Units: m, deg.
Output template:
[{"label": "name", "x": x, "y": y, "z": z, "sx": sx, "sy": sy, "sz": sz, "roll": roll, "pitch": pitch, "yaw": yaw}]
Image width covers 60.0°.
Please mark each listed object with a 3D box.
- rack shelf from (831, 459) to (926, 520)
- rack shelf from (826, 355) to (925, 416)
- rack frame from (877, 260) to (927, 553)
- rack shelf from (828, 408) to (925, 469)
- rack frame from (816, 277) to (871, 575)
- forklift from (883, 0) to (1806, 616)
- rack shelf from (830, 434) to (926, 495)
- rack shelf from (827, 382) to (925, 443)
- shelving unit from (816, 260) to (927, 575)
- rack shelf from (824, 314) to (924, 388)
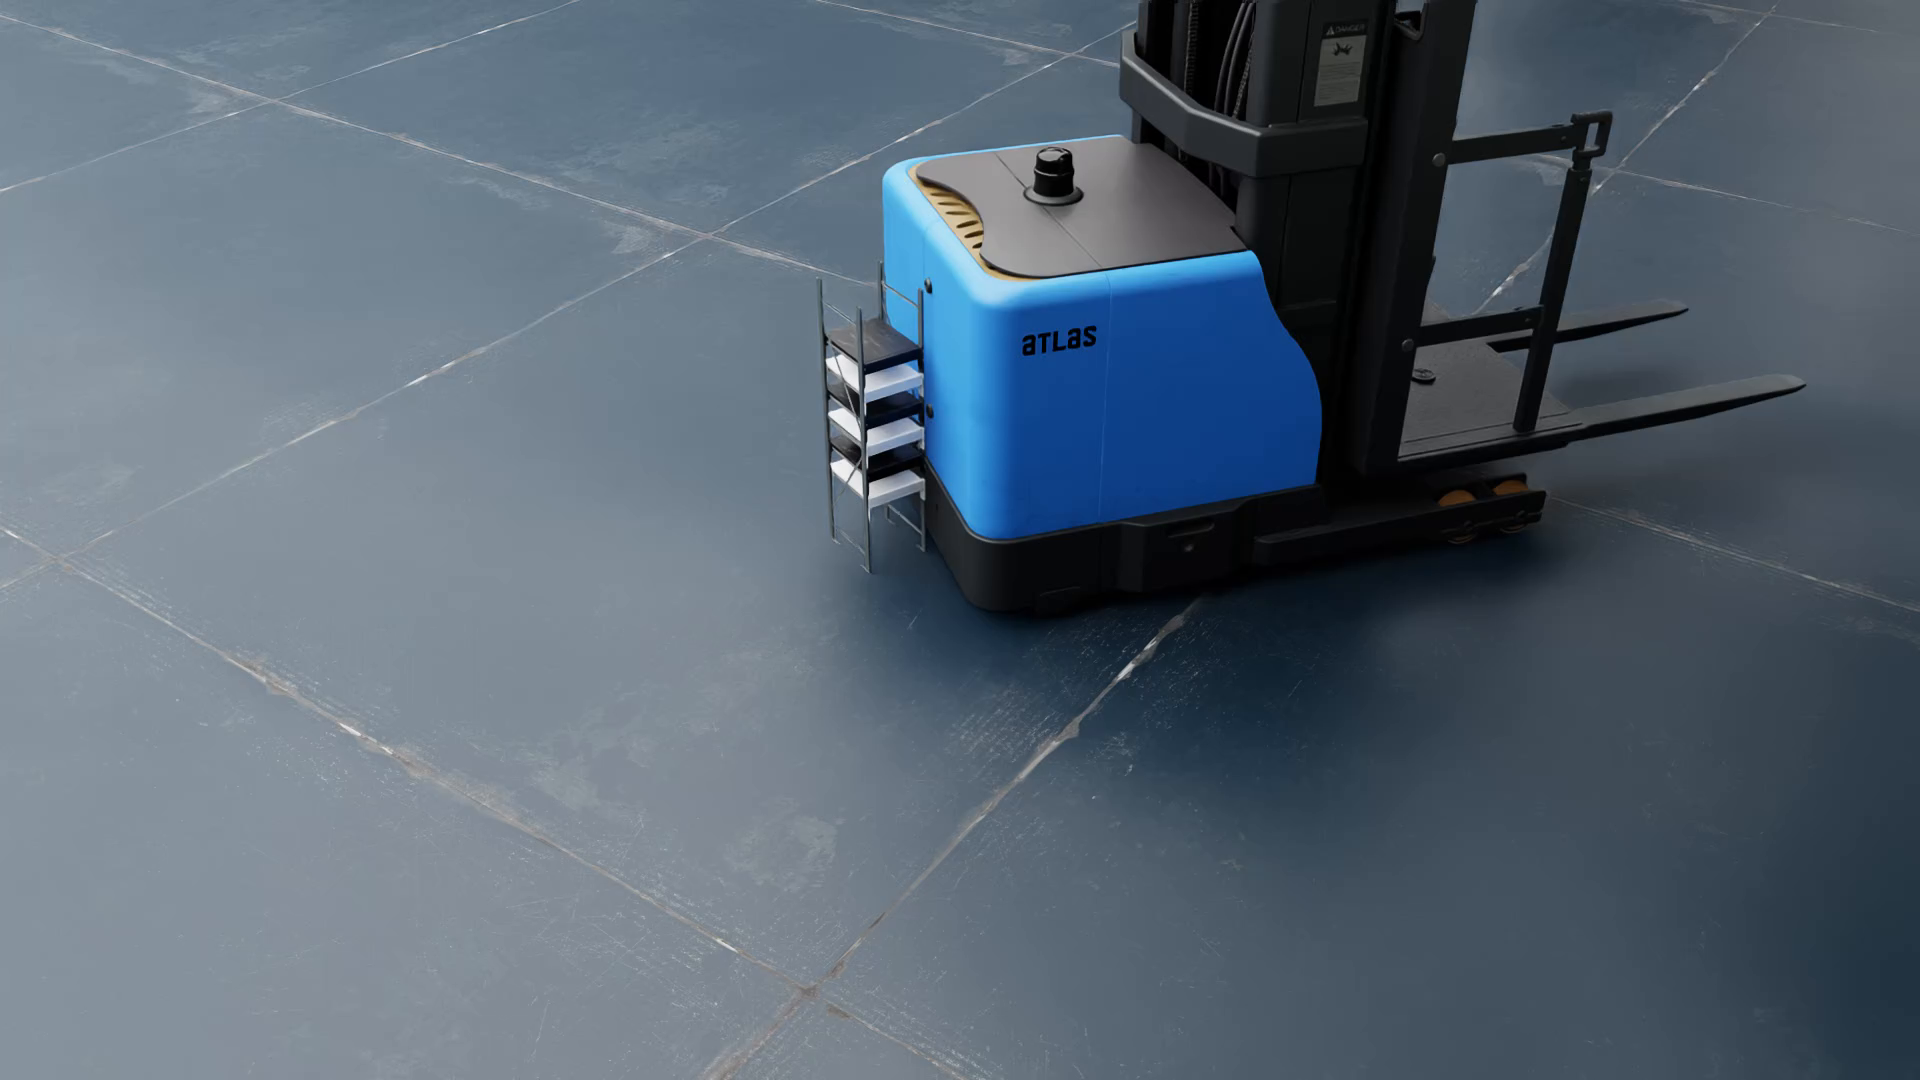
[{"label": "rack shelf", "x": -0.257, "y": -0.179, "z": 5.092, "sx": 0.200, "sy": 0.077, "sz": 0.258, "roll": -21, "pitch": 39, "yaw": -28}, {"label": "rack shelf", "x": -0.257, "y": -0.477, "z": 4.890, "sx": 0.200, "sy": 0.077, "sz": 0.258, "roll": -21, "pitch": 39, "yaw": -28}, {"label": "rack frame", "x": -0.173, "y": -0.387, "z": 5.019, "sx": 0.006, "sy": 0.900, "sz": 0.240, "roll": -21, "pitch": 39, "yaw": -28}, {"label": "rack shelf", "x": -0.257, "y": -0.328, "z": 4.991, "sx": 0.200, "sy": 0.077, "sz": 0.258, "roll": -21, "pitch": 39, "yaw": -28}, {"label": "rack frame", "x": -0.342, "y": -0.324, "z": 4.925, "sx": 0.006, "sy": 0.900, "sz": 0.240, "roll": -21, "pitch": 39, "yaw": -28}, {"label": "forklift", "x": 1.327, "y": -1.473, "z": 4.812, "sx": 3.031, "sy": 2.935, "sz": 1.130, "roll": -10, "pitch": 35, "yaw": -15}, {"label": "rack shelf", "x": -0.257, "y": -0.253, "z": 5.041, "sx": 0.200, "sy": 0.077, "sz": 0.258, "roll": -21, "pitch": 39, "yaw": -28}, {"label": "rack shelf", "x": -0.257, "y": -0.402, "z": 4.941, "sx": 0.200, "sy": 0.077, "sz": 0.258, "roll": -21, "pitch": 39, "yaw": -28}, {"label": "shelving unit", "x": -0.257, "y": -0.355, "z": 4.972, "sx": 0.210, "sy": 0.900, "sz": 0.258, "roll": -21, "pitch": 39, "yaw": -28}, {"label": "rack shelf", "x": -0.257, "y": -0.552, "z": 4.840, "sx": 0.200, "sy": 0.077, "sz": 0.258, "roll": -21, "pitch": 39, "yaw": -28}]
